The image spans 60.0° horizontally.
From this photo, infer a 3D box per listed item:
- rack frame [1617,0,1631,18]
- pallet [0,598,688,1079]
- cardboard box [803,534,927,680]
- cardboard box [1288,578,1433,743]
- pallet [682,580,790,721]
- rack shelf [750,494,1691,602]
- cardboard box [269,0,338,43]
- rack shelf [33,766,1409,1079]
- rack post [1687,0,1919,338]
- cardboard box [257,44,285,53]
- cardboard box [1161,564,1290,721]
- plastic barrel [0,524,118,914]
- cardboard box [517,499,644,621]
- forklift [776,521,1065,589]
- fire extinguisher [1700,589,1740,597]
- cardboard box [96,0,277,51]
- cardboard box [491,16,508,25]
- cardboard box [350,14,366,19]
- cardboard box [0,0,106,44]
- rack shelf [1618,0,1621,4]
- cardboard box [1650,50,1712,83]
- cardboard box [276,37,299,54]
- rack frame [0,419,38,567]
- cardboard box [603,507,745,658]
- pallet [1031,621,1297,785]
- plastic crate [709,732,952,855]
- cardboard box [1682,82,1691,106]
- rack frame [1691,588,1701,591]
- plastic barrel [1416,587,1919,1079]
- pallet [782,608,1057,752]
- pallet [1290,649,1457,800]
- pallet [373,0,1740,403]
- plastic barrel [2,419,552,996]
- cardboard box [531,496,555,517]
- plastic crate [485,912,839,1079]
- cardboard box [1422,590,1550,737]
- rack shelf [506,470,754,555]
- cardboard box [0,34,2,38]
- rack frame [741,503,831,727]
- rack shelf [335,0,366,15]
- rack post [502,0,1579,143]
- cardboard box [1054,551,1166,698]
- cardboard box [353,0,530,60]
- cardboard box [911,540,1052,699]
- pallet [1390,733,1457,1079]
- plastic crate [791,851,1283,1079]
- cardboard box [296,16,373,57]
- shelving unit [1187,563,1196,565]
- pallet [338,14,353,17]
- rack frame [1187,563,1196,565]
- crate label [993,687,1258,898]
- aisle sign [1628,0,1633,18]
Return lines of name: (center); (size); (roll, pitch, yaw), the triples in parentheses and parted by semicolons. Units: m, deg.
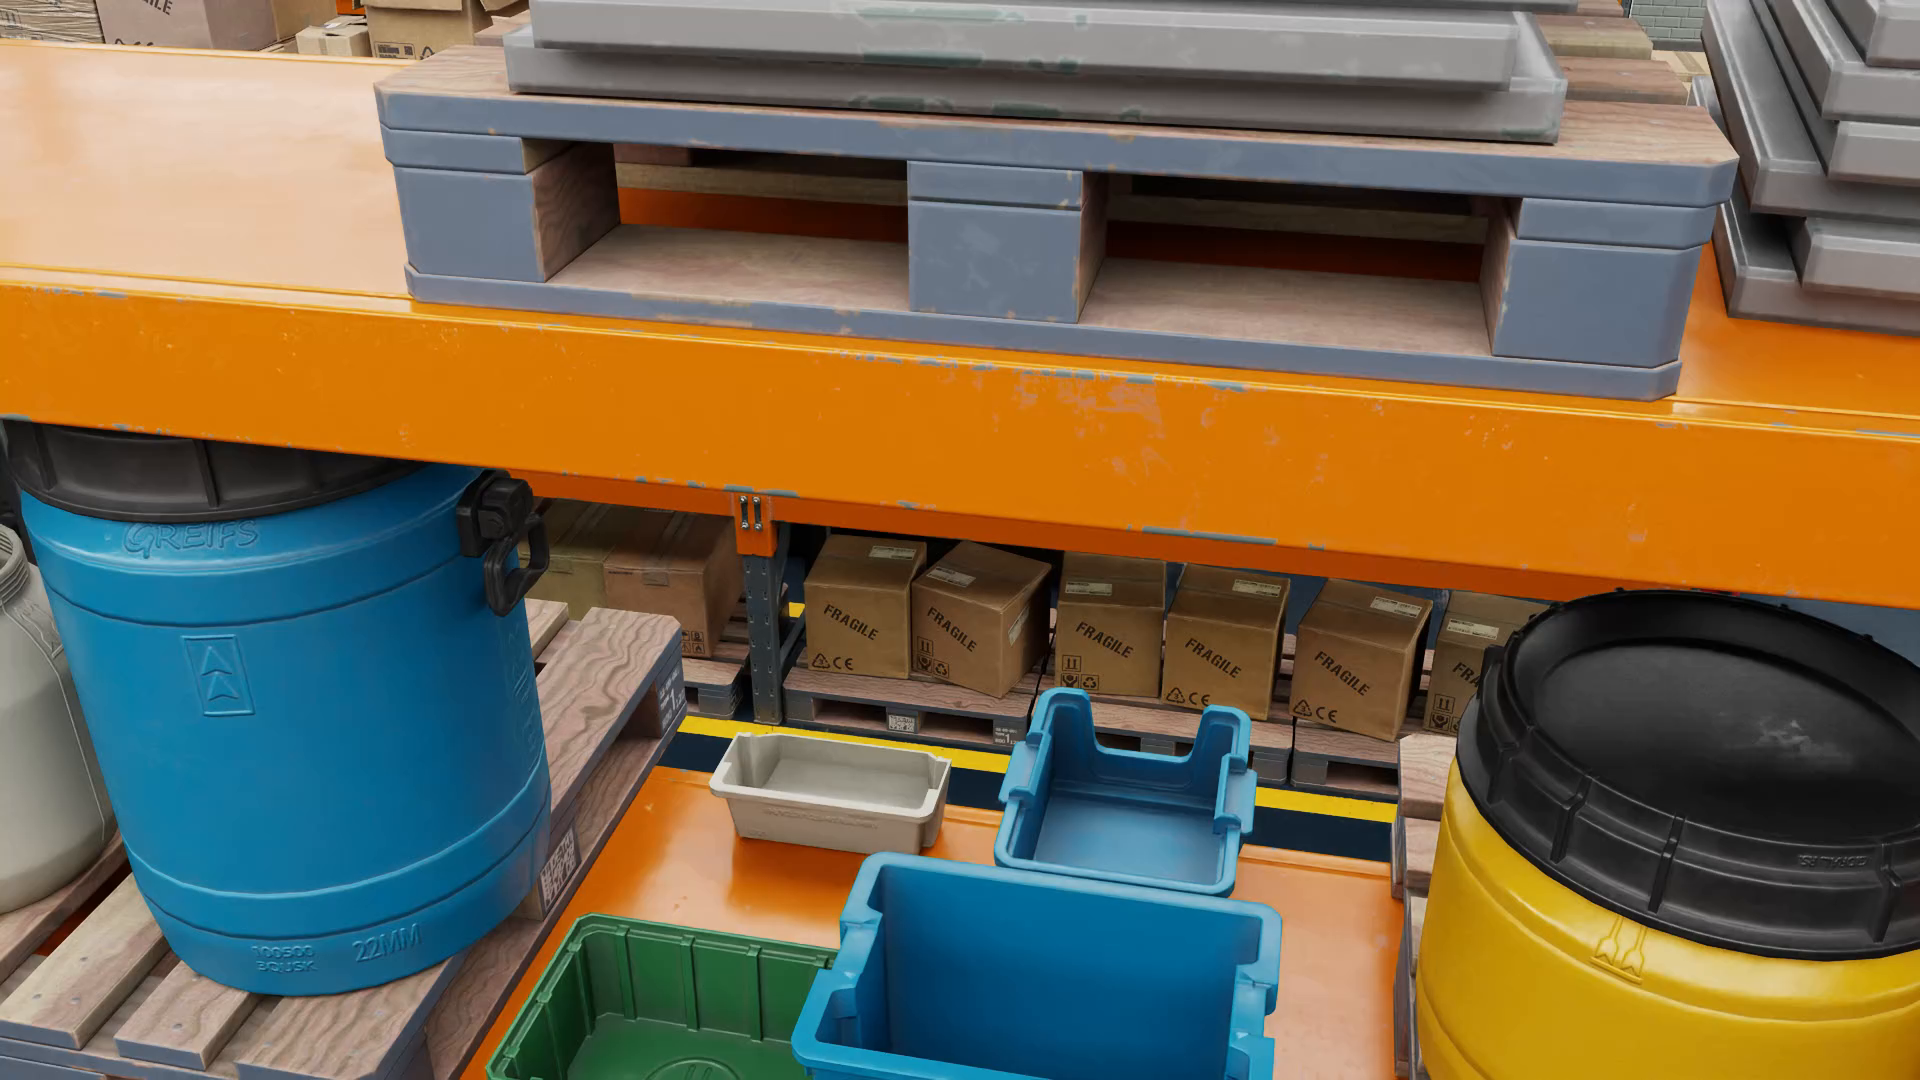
rack frame: (4.208, -2.565, 11.312); (0.127, 3.000, 1.000); (6, 29, 11)
pallet: (-1.147, 0.473, 2.836); (1.003, 0.211, 1.213); (6, 29, 11)
cardboard box: (-0.456, 0.324, 8.200); (0.500, 0.500, 0.500); (5, 29, 9)
cardboard box: (1.874, 0.552, 7.784); (0.500, 0.500, 0.500); (14, 32, 24)
pallet: (-1.600, 0.499, 8.619); (1.213, 0.211, 1.003); (6, 29, 11)
rack shelf: (1.117, -0.131, 7.615); (4.000, 0.370, 1.077); (6, 29, 11)
cardboard box: (-3.247, -2.594, 7.615); (0.500, 0.500, 0.500); (6, 29, 11)
rack shelf: (0.083, 0.879, 2.646); (4.000, 0.370, 1.077); (6, 29, 11)
rack post: (1.326, -0.468, 1.754); (0.954, 0.300, 0.937); (9, 30, 16)
cardboard box: (-3.337, -2.033, 7.372); (0.500, 0.250, 0.500); (6, 29, 12)
cardboard box: (1.266, 0.480, 7.915); (0.500, 0.500, 0.500); (9, 30, 15)
plastic barrel: (-1.493, 0.265, 2.464); (0.421, 0.512, 0.421); (0, 29, 0)
cardboard box: (-1.897, 0.128, 8.537); (0.500, 0.500, 0.700); (6, 29, 10)
forklift: (-0.592, -1.421, 9.293); (3.031, 2.935, 1.130); (9, 30, 15)
fire extinguisher: (3.089, 0.016, 6.678); (0.183, 0.674, 0.296); (6, 29, 11)
cardboard box: (-3.356, -2.359, 7.188); (0.500, 0.500, 0.500); (5, 29, 9)
cardboard box: (-1.779, -2.135, 7.106); (0.258, 0.266, 0.396); (7, 29, 12)
cardboard box: (-5.970, -5.331, 18.139); (0.875, 0.875, 0.875); (7, 29, 12)
cardboard box: (-3.849, -2.407, 7.274); (0.500, 0.500, 0.500); (6, 29, 11)
rack shelf: (2.252, -3.766, 11.131); (4.000, 0.370, 1.077); (6, 29, 11)
cardboard box: (2.852, -1.807, 6.544); (0.250, 0.149, 0.380); (6, 29, 10)
cardboard box: (-3.256, -2.271, 7.806); (0.500, 0.250, 0.500); (7, 29, 12)
rack frame: (-1.873, -0.953, 2.119); (0.127, 3.000, 1.000); (6, 29, 11)
cardboard box: (-1.435, 0.185, 8.434); (0.500, 0.500, 0.700); (4, 29, 7)
pallet: (1.022, 0.748, 8.164); (1.213, 0.211, 1.003); (6, 29, 11)
plastic crate: (-0.219, 0.450, 2.955); (0.396, 0.136, 0.243); (6, 29, 11)
cardboard box: (2.736, -1.552, 6.079); (0.250, 0.149, 0.380); (6, 29, 11)
rack frame: (3.073, -0.246, 7.076); (0.127, 3.000, 1.000); (6, 29, 11)
plastic barrel: (0.897, 0.443, 2.060); (0.600, 0.588, 0.600); (0, 29, 0)
pallet: (-0.175, 0.627, 8.385); (1.213, 0.211, 1.003); (6, 29, 11)
pallet: (2.212, 0.871, 7.938); (1.213, 0.211, 1.003); (6, 29, 11)
pallet: (0.136, -0.503, 1.912); (1.213, 0.211, 1.003); (6, 29, 11)
plastic barrel: (-0.922, 0.109, 2.344); (0.708, 0.901, 0.600); (6, 29, 11)
cardboard box: (-2.444, 0.072, 8.640); (0.500, 0.500, 0.700); (3, 29, 6)
plastic crate: (-0.387, 0.742, 2.368); (0.450, 0.188, 0.336); (6, 29, 11)
cardboard box: (2.466, 0.596, 7.704); (0.500, 0.500, 0.500); (11, 31, 20)
rack shelf: (-2.795, -0.532, 8.347); (4.000, 0.370, 1.077); (6, 29, 11)
cardboard box: (-4.345, -2.459, 7.370); (0.500, 0.500, 0.500); (6, 29, 11)
rack frame: (-0.839, -0.647, 7.808); (0.127, 3.000, 1.000); (6, 29, 11)
rack shelf: (-4.637, -5.587, 17.581); (4.000, 0.370, 1.077); (6, 29, 11)
rack post: (0.137, -0.698, 1.733); (0.954, 0.300, 0.937); (5, 29, 10)
cardboard box: (0.729, 0.403, 8.055); (0.500, 0.500, 0.500); (3, 29, 6)
cardboard box: (-2.199, -2.380, 7.305); (0.637, 0.503, 0.797); (7, 29, 13)
cardboard box: (0.106, 0.378, 8.102); (0.500, 0.500, 0.500); (16, 32, 26)
pallet: (1.250, 0.718, 2.387); (1.213, 0.211, 1.003); (6, 29, 11)
plastic crate: (0.111, 0.722, 2.202); (0.575, 0.384, 0.392); (6, 29, 11)
cardboard box: (-2.693, -2.186, 7.301); (0.250, 0.166, 0.380); (5, 29, 9)
shelving unit: (1.066, -0.345, 9.130); (0.503, 1.200, 0.258); (9, 30, 15)
pallet: (-8.618, -7.526, 23.277); (1.213, 0.211, 1.003); (6, 29, 11)
rack frame: (1.298, -0.309, 9.065); (0.015, 1.200, 0.240); (9, 30, 15)
crate label: (0.277, 0.487, 2.769); (0.408, 0.251, 0.502); (6, 29, 11)
aisle sign: (4.214, -3.557, 10.417); (0.004, 0.787, 0.394); (6, 29, 11)
